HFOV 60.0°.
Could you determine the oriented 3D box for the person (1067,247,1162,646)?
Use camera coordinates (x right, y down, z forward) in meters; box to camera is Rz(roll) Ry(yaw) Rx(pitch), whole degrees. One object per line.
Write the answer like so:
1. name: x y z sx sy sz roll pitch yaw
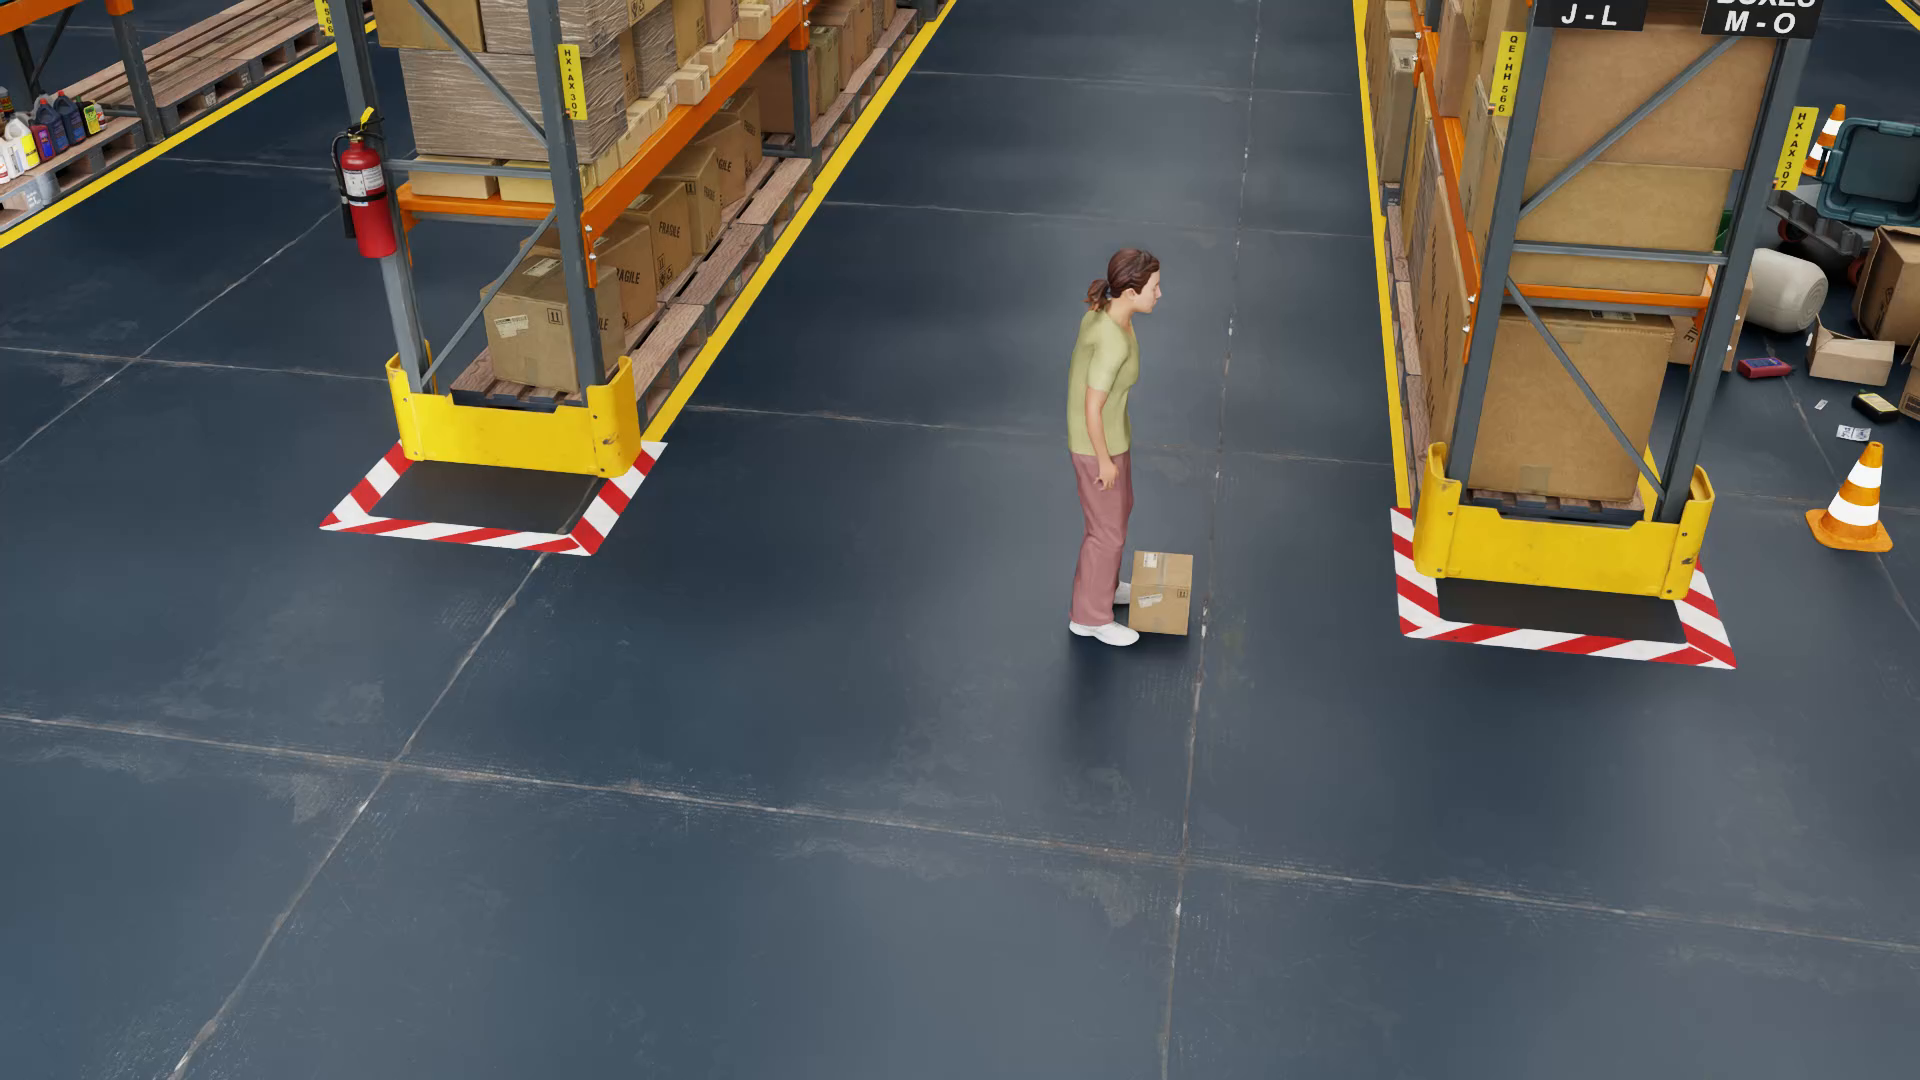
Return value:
1. person: 0.611 -0.393 6.756 0.365 1.671 0.503 4 33 6
